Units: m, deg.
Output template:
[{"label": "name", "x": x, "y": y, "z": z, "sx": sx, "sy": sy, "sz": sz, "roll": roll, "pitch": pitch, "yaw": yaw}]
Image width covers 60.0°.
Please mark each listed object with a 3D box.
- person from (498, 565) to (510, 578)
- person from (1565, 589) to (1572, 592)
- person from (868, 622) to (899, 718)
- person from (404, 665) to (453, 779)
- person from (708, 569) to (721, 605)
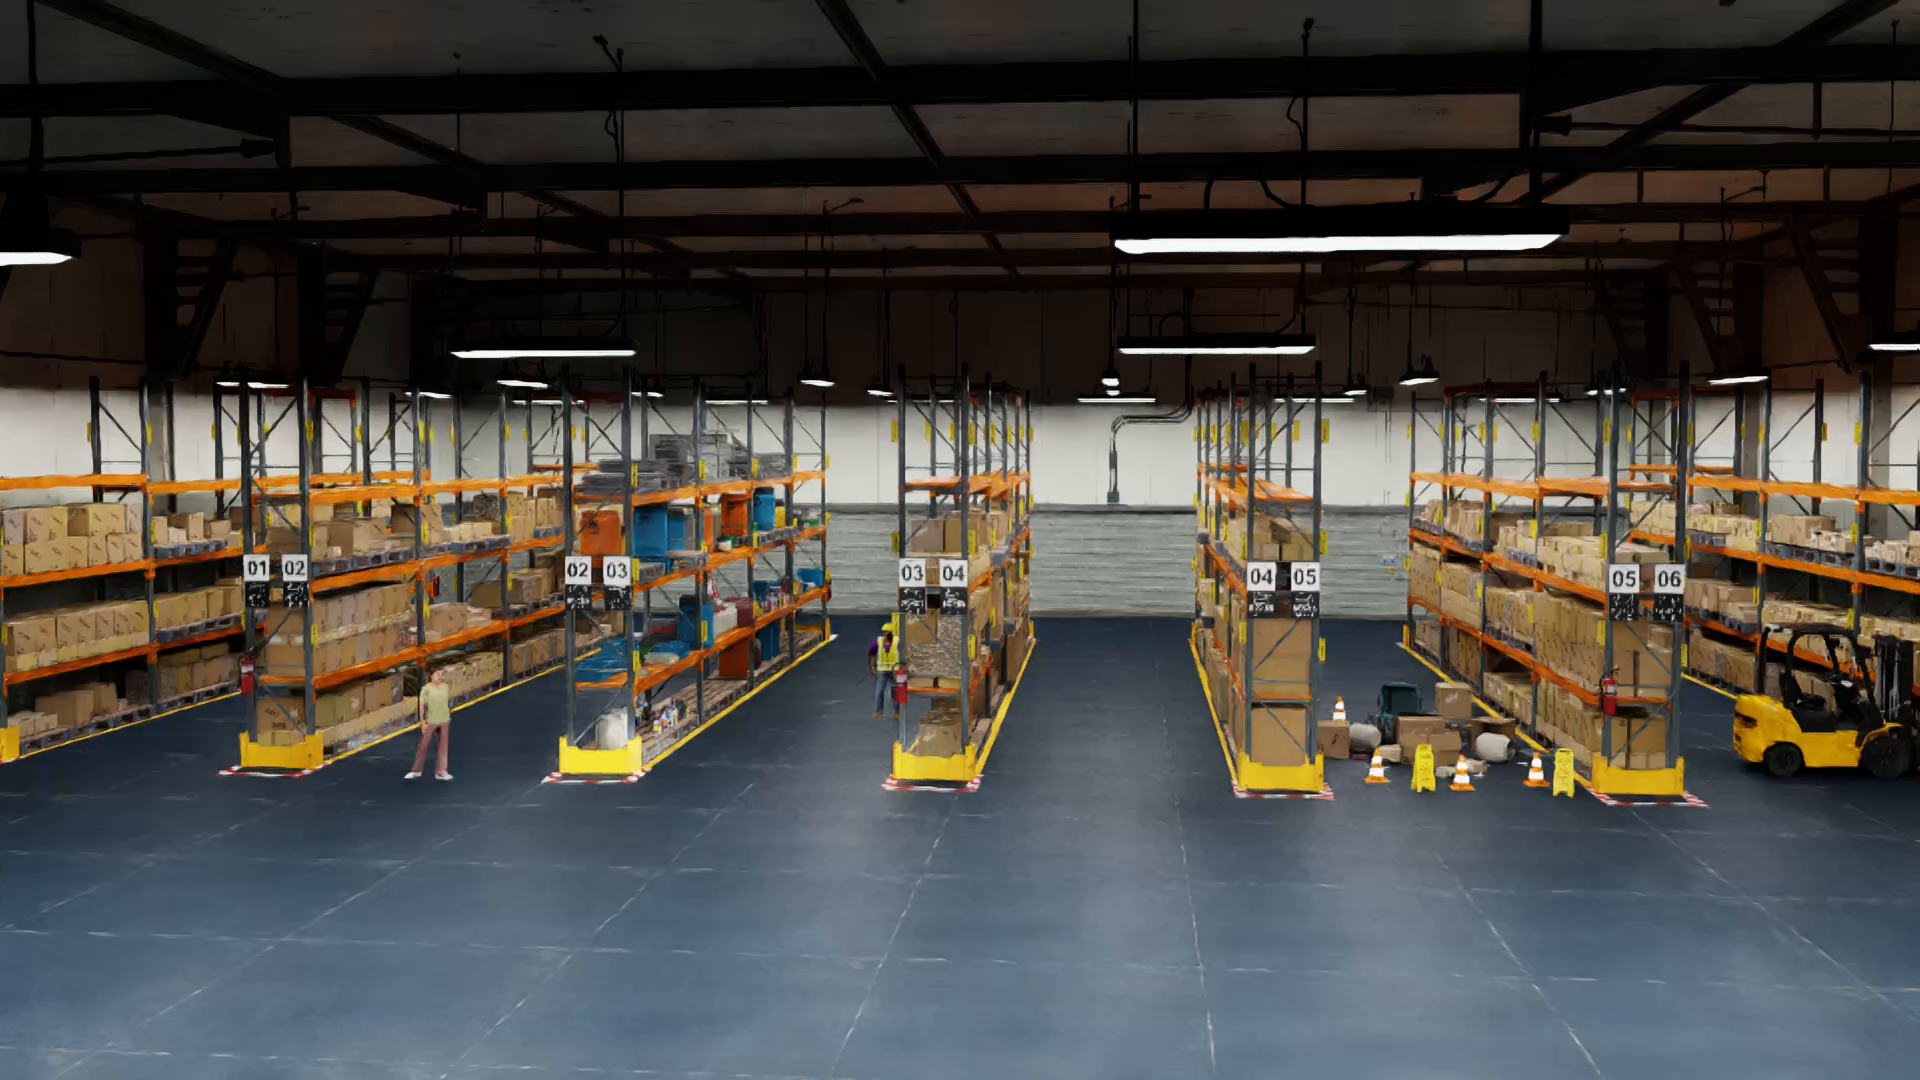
[{"label": "person", "x": -11.578, "y": 1.429, "z": 42.600, "sx": 0.554, "sy": 1.669, "sz": 1.031, "roll": 0, "pitch": 4, "yaw": 5}, {"label": "person", "x": 13.364, "y": 1.753, "z": 36.497, "sx": 0.542, "sy": 1.788, "sz": 0.626, "roll": 2, "pitch": 4, "yaw": 23}, {"label": "person", "x": -1.257, "y": 2.284, "z": 29.142, "sx": 0.719, "sy": 1.714, "sz": 0.578, "roll": 0, "pitch": 4, "yaw": 5}, {"label": "person", "x": -7.694, "y": 2.634, "z": 24.000, "sx": 0.636, "sy": 1.667, "sz": 0.446, "roll": -3, "pitch": 5, "yaw": -38}, {"label": "person", "x": -6.229, "y": 1.498, "z": 41.084, "sx": 0.543, "sy": 1.709, "sz": 1.123, "roll": 0, "pitch": 4, "yaw": 8}]
